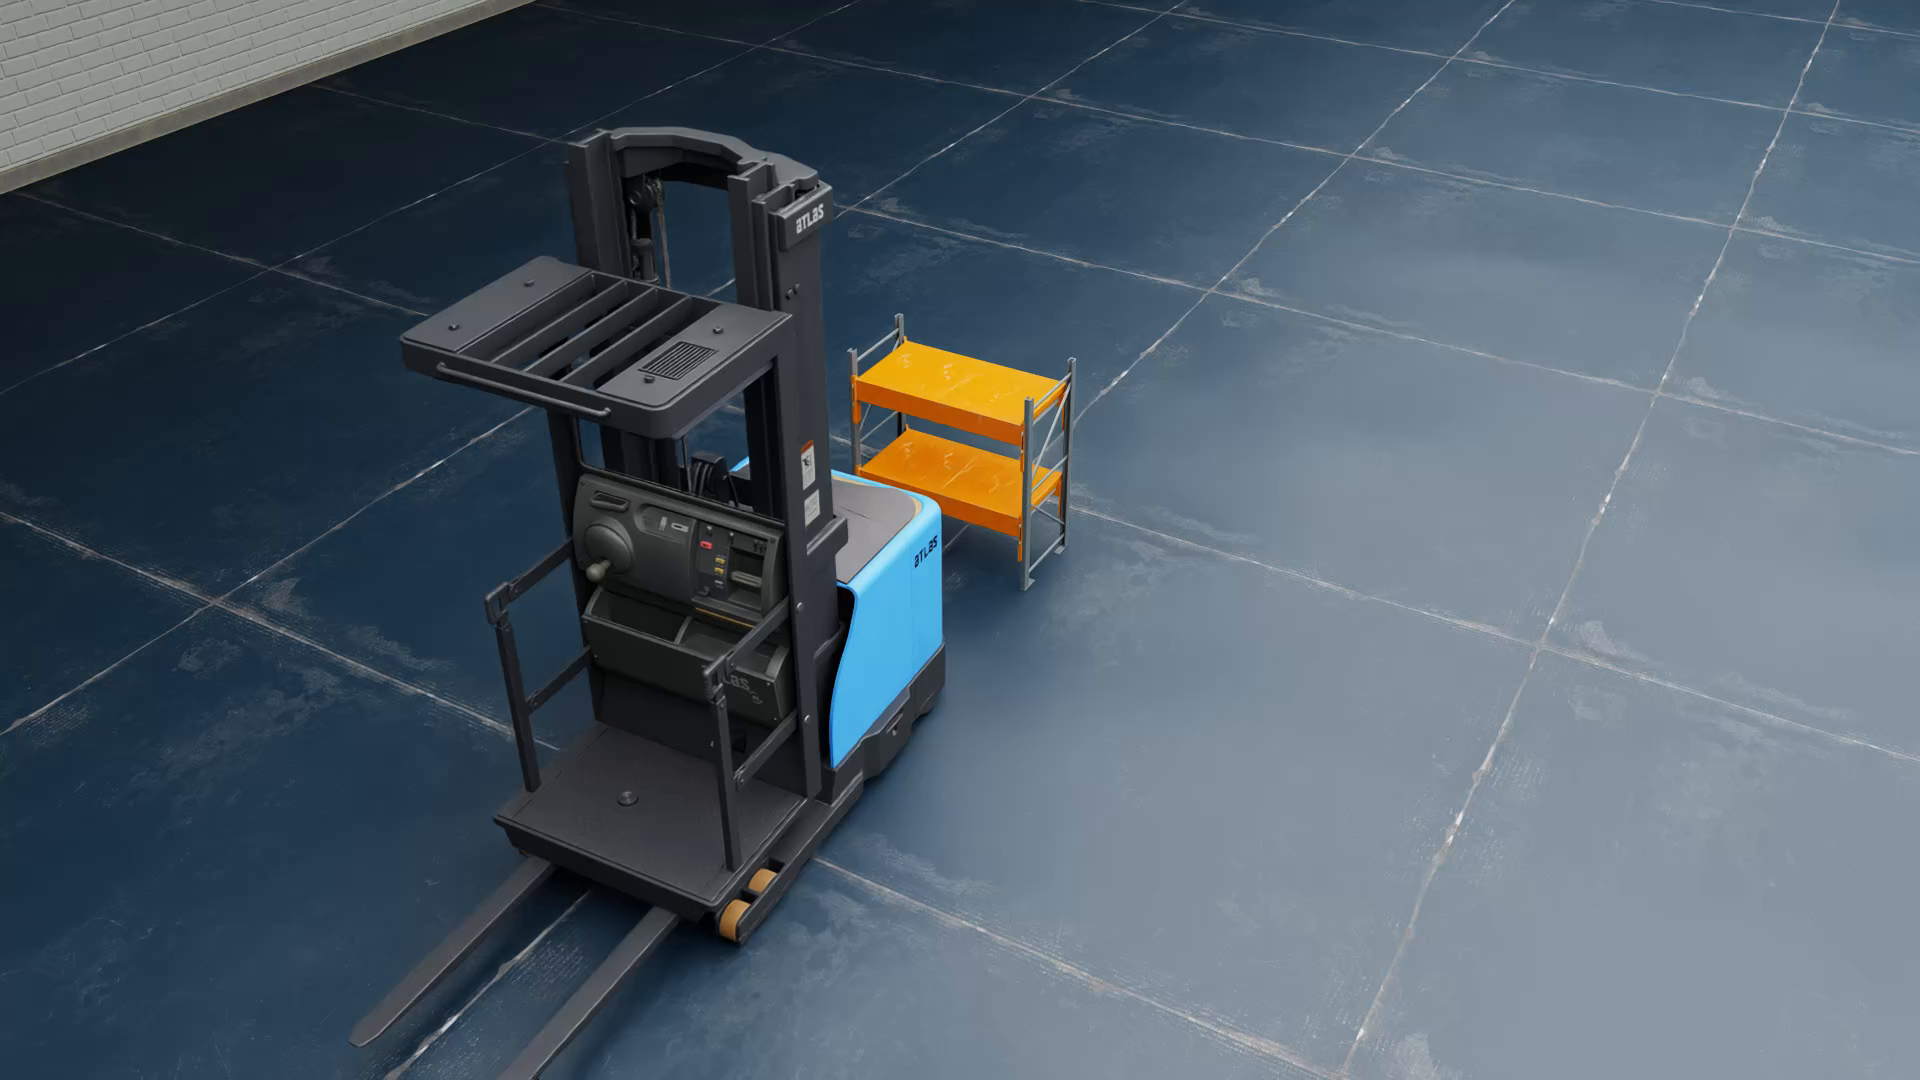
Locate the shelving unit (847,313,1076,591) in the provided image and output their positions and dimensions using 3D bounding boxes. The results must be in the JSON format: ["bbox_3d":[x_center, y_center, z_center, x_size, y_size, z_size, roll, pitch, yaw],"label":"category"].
[{"bbox_3d":[0.006,-0.466,8.706,1.048,1.125,0.538,18,37,24],"label":"shelving unit"}]

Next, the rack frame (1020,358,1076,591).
[{"bbox_3d":[0.447,-0.327,8.496,0.032,1.125,0.500,18,37,24],"label":"rack frame"}]

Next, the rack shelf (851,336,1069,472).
[{"bbox_3d":[0.006,-0.710,8.544,1.000,0.278,0.538,18,37,24],"label":"rack shelf"}]

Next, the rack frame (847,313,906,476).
[{"bbox_3d":[-0.435,-0.606,8.916,0.032,1.125,0.500,18,37,24],"label":"rack frame"}]

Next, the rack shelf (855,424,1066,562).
[{"bbox_3d":[0.006,-0.263,8.842,1.000,0.278,0.538,18,37,24],"label":"rack shelf"}]

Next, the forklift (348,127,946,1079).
[{"bbox_3d":[-1.193,0.095,6.234,1.130,2.935,3.031,16,37,23],"label":"forklift"}]
